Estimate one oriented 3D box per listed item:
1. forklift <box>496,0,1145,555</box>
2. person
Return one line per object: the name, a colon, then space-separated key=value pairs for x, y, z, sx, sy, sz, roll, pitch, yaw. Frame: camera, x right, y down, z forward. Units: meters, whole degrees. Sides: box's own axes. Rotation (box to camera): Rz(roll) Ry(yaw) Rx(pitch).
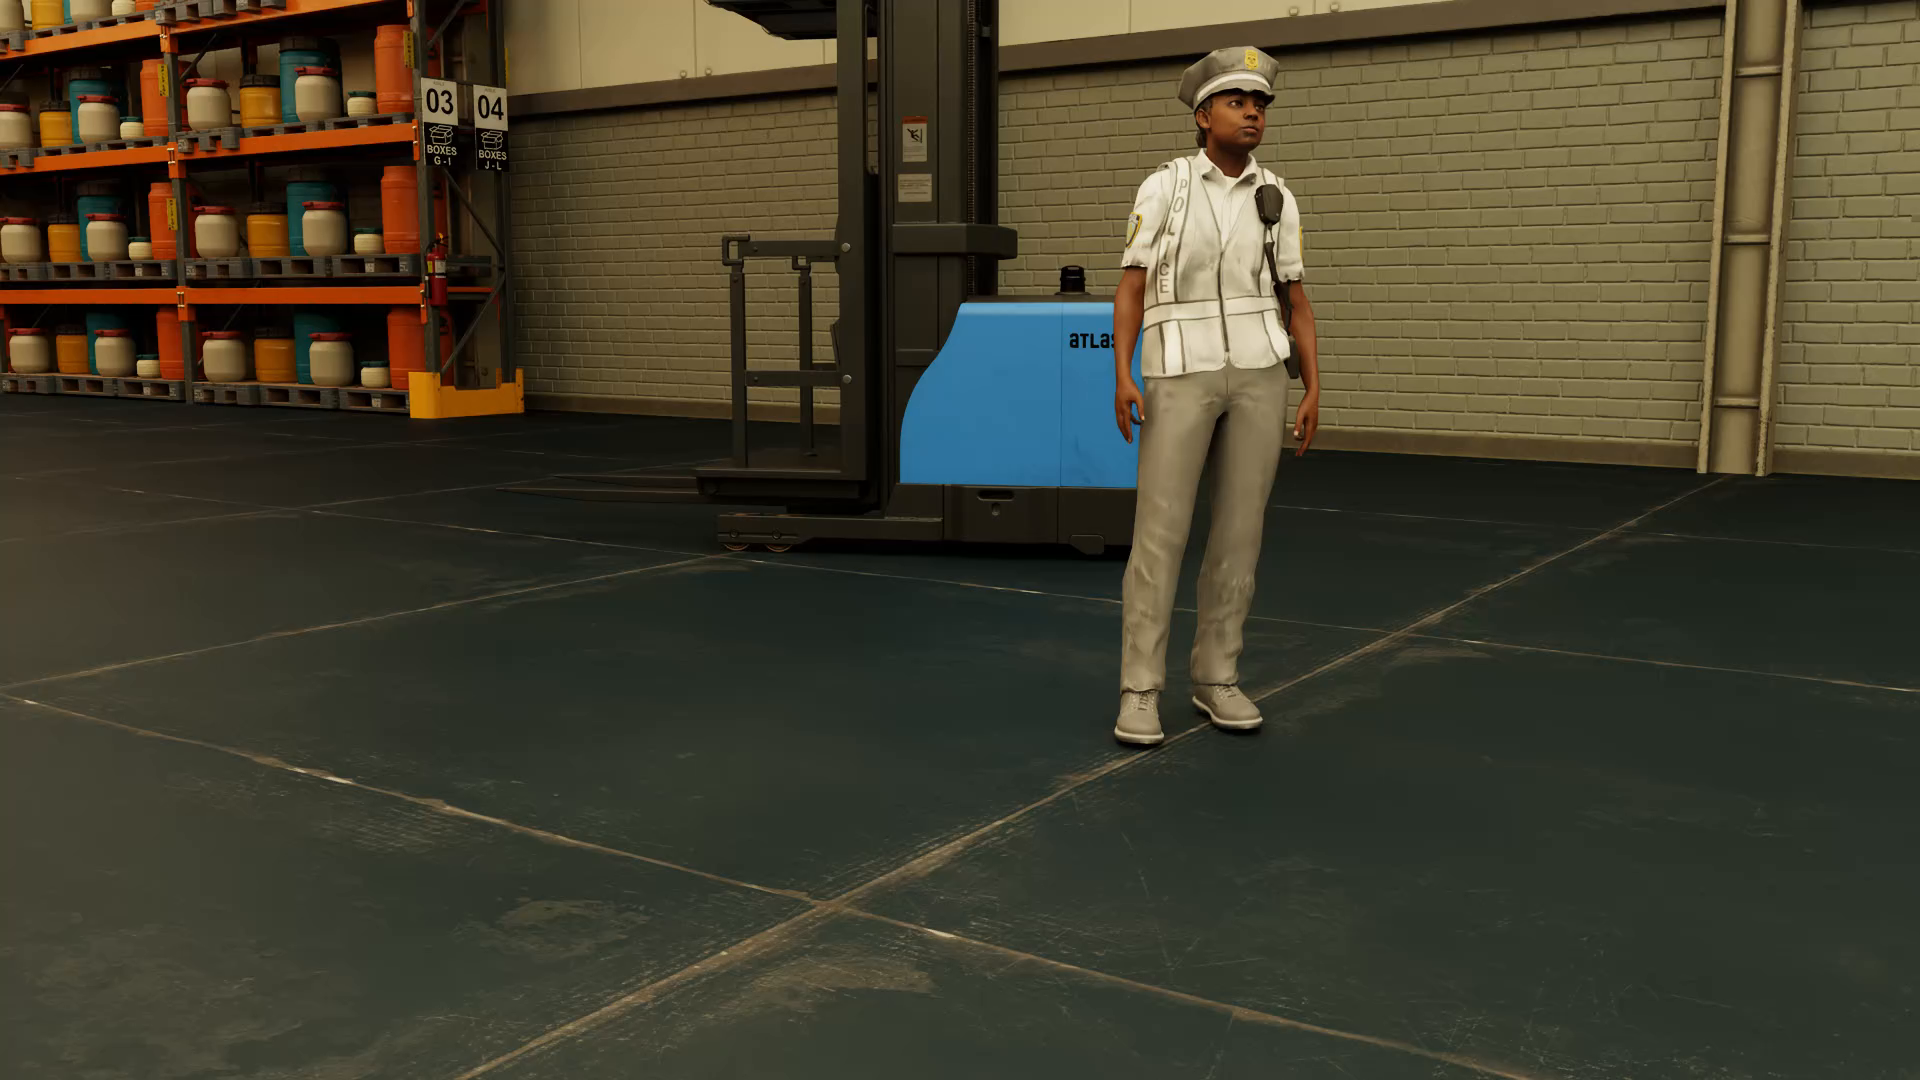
forklift: x=-0.596 y=-1.469 z=7.520 sx=3.031 sy=2.935 sz=1.130 roll=2 pitch=8 yaw=12
person: x=0.644 y=-0.376 z=4.178 sx=0.570 sy=1.695 sz=0.530 roll=-1 pitch=8 yaw=-7
